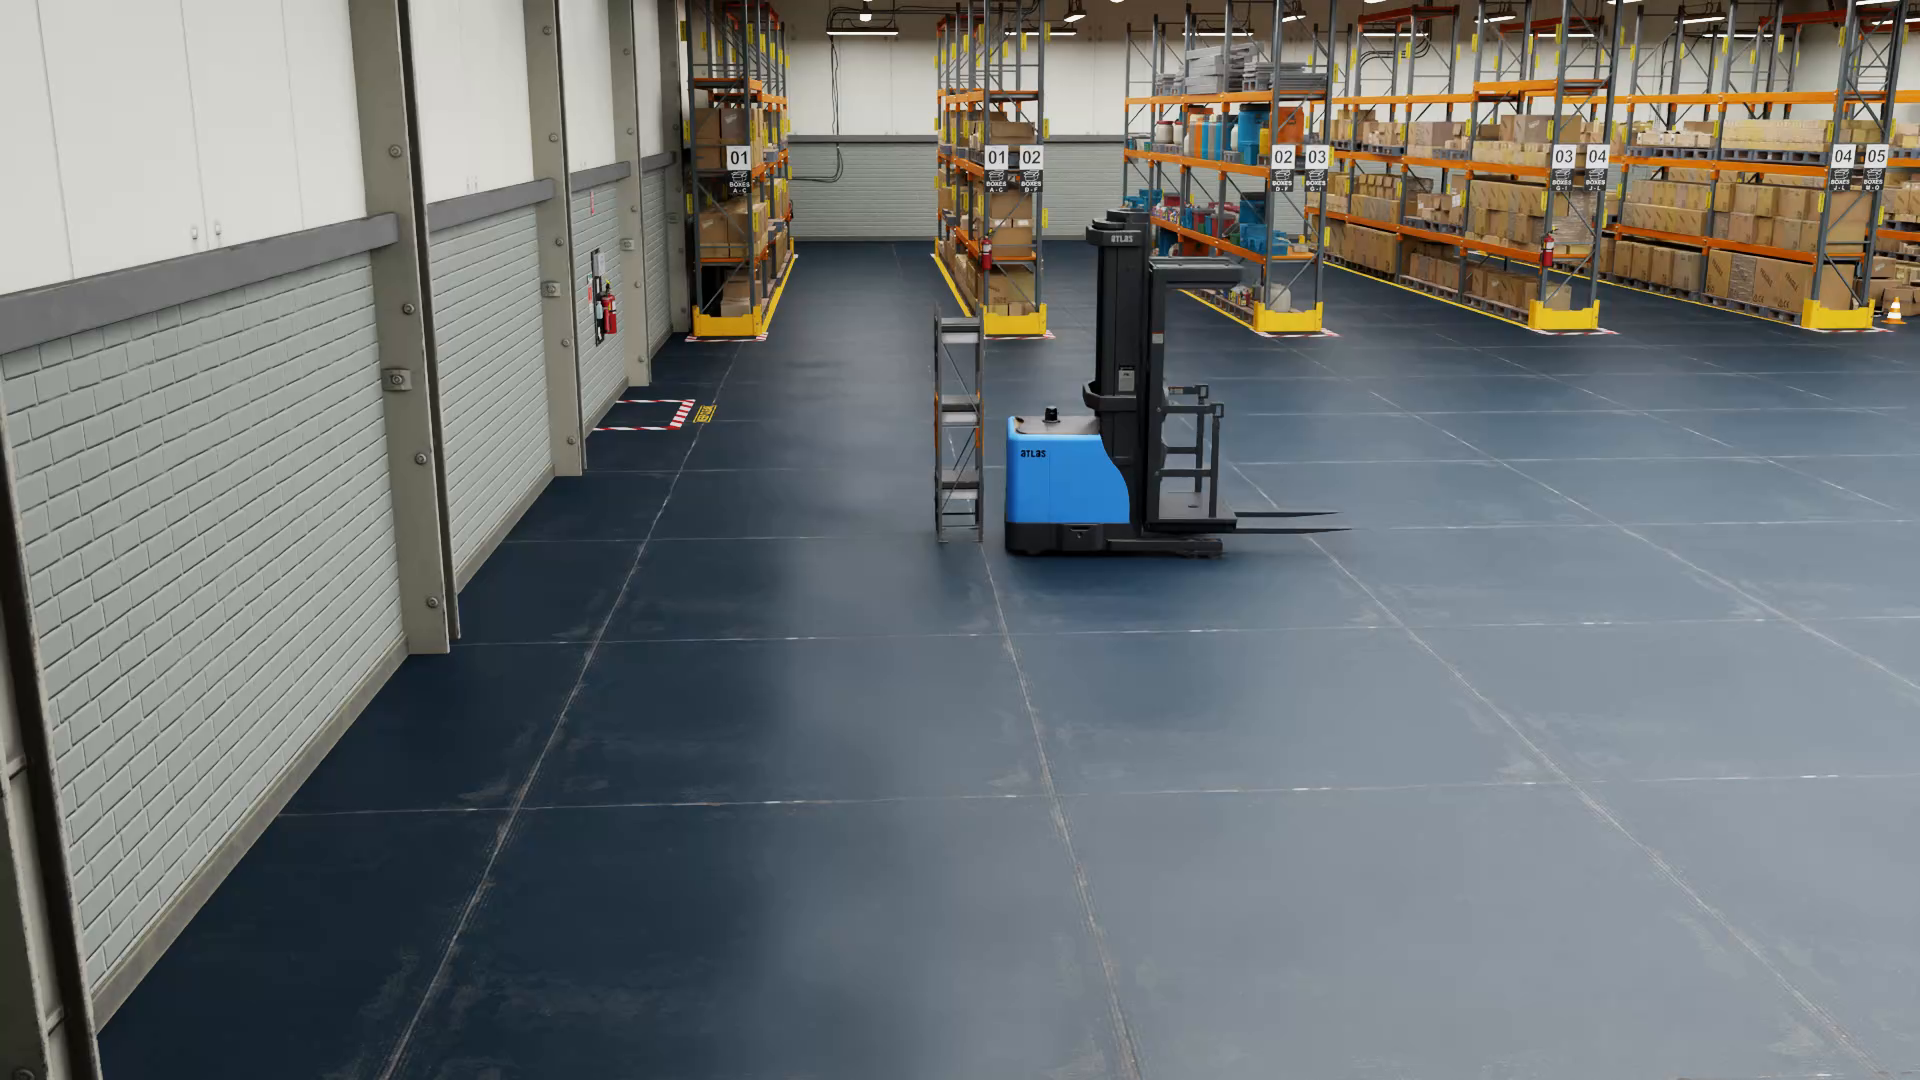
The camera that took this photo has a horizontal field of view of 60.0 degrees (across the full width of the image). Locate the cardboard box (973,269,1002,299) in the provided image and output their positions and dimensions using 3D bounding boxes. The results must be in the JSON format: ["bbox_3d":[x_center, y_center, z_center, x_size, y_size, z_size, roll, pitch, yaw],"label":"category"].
[{"bbox_3d":[0.504,-4.695,30.426,0.500,0.500,0.500,-1,14,-3],"label":"cardboard box"}]

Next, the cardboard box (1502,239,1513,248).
[{"bbox_3d":[10.376,-5.553,31.092,0.380,0.149,0.250,-1,14,-3],"label":"cardboard box"}]

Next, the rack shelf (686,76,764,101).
[{"bbox_3d":[-4.157,-8.059,29.738,1.077,0.370,4.000,-1,14,-3],"label":"rack shelf"}]

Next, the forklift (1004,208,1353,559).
[{"bbox_3d":[1.920,-1.391,14.550,3.031,2.935,1.130,0,14,1],"label":"forklift"}]

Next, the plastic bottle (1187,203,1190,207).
[{"bbox_3d":[5.495,-7.896,39.793,0.144,0.351,0.185,-1,14,-3],"label":"plastic bottle"}]

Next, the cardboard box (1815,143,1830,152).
[{"bbox_3d":[15.396,-6.947,29.447,0.380,0.149,0.250,-1,14,-4],"label":"cardboard box"}]

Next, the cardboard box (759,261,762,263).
[{"bbox_3d":[-4.458,-5.567,34.775,0.700,0.500,0.500,-1,14,-4],"label":"cardboard box"}]

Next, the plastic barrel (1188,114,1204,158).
[{"bbox_3d":[5.193,-8.636,35.546,0.600,0.901,0.600,0,14,0],"label":"plastic barrel"}]

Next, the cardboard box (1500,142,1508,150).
[{"bbox_3d":[10.381,-7.394,31.224,0.380,0.149,0.250,-1,14,-5],"label":"cardboard box"}]

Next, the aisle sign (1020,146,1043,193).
[{"bbox_3d":[1.220,-6.331,28.394,0.394,0.787,0.004,-1,14,-3],"label":"aisle sign"}]

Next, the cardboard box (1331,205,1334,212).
[{"bbox_3d":[9.644,-8.425,42.254,0.380,0.149,0.250,-1,14,-2],"label":"cardboard box"}]

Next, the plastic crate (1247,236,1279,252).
[{"bbox_3d":[5.490,-5.368,30.169,0.499,0.251,0.408,-1,14,-3],"label":"plastic crate"}]

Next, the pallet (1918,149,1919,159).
[{"bbox_3d":[20.509,-7.900,34.067,1.213,0.211,1.003,-1,14,-3],"label":"pallet"}]

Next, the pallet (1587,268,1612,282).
[{"bbox_3d":[15.212,-6.120,38.389,1.003,0.211,1.213,-1,14,-3],"label":"pallet"}]

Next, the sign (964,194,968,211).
[{"bbox_3d":[0.122,-6.590,32.453,0.100,0.325,0.005,-1,14,-3],"label":"sign"}]

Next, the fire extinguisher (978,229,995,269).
[{"bbox_3d":[0.454,-5.009,28.630,0.296,0.674,0.183,-1,14,-3],"label":"fire extinguisher"}]

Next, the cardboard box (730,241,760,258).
[{"bbox_3d":[-3.747,-5.069,28.969,0.500,0.250,0.500,-1,14,-5],"label":"cardboard box"}]

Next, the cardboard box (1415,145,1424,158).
[{"bbox_3d":[10.109,-8.356,35.766,0.500,0.250,0.500,-1,14,-2],"label":"cardboard box"}]

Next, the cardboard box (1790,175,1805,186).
[{"bbox_3d":[19.836,-8.286,39.004,0.500,0.500,0.500,-1,14,-3],"label":"cardboard box"}]

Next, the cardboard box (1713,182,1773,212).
[{"bbox_3d":[15.495,-6.785,32.908,0.875,0.550,0.550,-1,14,-3],"label":"cardboard box"}]

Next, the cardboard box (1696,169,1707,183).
[{"bbox_3d":[19.554,-9.396,43.318,0.500,0.500,0.500,-1,14,-3],"label":"cardboard box"}]

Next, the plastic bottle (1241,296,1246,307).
[{"bbox_3d":[5.303,-4.467,31.099,0.097,0.201,0.097,0,14,0],"label":"plastic bottle"}]

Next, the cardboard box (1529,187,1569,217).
[{"bbox_3d":[10.517,-6.045,29.696,0.500,0.500,0.500,-1,14,-3],"label":"cardboard box"}]

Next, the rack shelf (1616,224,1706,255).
[{"bbox_3d":[15.383,-6.430,35.443,1.077,0.370,4.000,-1,14,-3],"label":"rack shelf"}]

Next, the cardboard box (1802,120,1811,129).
[{"bbox_3d":[15.365,-7.460,29.841,0.380,0.149,0.250,-1,14,-3],"label":"cardboard box"}]

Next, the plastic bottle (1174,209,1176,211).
[{"bbox_3d":[4.970,-7.518,38.461,0.061,0.283,0.133,-1,14,-3],"label":"plastic bottle"}]

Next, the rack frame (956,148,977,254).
[{"bbox_3d":[0.415,-7.073,36.496,1.000,3.000,0.127,-1,14,-3],"label":"rack frame"}]

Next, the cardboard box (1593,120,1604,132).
[{"bbox_3d":[14.874,-9.564,38.422,0.396,0.266,0.258,-1,14,-3],"label":"cardboard box"}]

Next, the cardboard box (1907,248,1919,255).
[{"bbox_3d":[24.572,-7.407,42.673,0.380,0.149,0.250,-1,14,-5],"label":"cardboard box"}]

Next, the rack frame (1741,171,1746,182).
[{"bbox_3d":[19.945,-8.373,41.548,1.000,3.000,0.127,-1,14,-3],"label":"rack frame"}]

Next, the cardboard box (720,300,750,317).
[{"bbox_3d":[-3.987,-4.090,29.417,0.500,0.311,0.500,-3,15,-10],"label":"cardboard box"}]

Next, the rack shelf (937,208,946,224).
[{"bbox_3d":[0.043,-8.217,42.385,1.077,0.370,4.000,-1,14,-3],"label":"rack shelf"}]

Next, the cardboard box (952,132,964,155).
[{"bbox_3d":[0.290,-8.938,37.525,0.910,0.500,0.500,-1,14,-3],"label":"cardboard box"}]

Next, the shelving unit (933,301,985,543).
[{"bbox_3d":[-0.010,-1.058,14.925,0.431,2.100,0.503,-1,14,-3],"label":"shelving unit"}]

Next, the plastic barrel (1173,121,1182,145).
[{"bbox_3d":[5.099,-9.309,38.051,0.433,0.535,0.433,0,14,0],"label":"plastic barrel"}]

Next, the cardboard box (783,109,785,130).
[{"bbox_3d":[-4.615,-10.417,41.228,0.500,0.500,0.500,-1,14,-3],"label":"cardboard box"}]

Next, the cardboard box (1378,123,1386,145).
[{"bbox_3d":[10.154,-9.439,38.621,0.797,0.503,0.637,-1,14,-4],"label":"cardboard box"}]

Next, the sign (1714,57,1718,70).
[{"bbox_3d":[20.240,-12.768,44.559,0.100,0.325,0.005,-1,14,-3],"label":"sign"}]

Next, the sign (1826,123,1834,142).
[{"bbox_3d":[15.212,-7.125,29.060,0.100,0.325,0.005,-1,14,-3],"label":"sign"}]

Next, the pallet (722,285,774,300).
[{"bbox_3d":[-4.410,-5.148,34.611,1.003,0.211,1.213,-1,14,-3],"label":"pallet"}]

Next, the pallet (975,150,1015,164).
[{"bbox_3d":[0.814,-6.973,30.267,1.003,0.211,1.213,-1,14,-3],"label":"pallet"}]

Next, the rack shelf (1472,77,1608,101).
[{"bbox_3d":[10.674,-8.288,30.629,1.077,0.370,4.000,-1,14,-3],"label":"rack shelf"}]

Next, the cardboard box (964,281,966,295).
[{"bbox_3d":[0.348,-5.048,33.303,0.500,0.250,0.500,-1,14,-4],"label":"cardboard box"}]

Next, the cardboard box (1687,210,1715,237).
[{"bbox_3d":[15.208,-6.456,33.896,0.500,0.500,0.500,-1,14,-4],"label":"cardboard box"}]

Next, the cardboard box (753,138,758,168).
[{"bbox_3d":[-3.802,-6.738,28.933,0.500,0.500,0.500,0,14,0],"label":"cardboard box"}]

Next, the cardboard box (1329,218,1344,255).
[{"bbox_3d":[10.038,-7.783,42.678,0.875,0.875,0.875,-1,14,-3],"label":"cardboard box"}]

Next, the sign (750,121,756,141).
[{"bbox_3d":[-3.492,-6.890,28.012,0.100,0.325,0.005,-1,14,-3],"label":"sign"}]

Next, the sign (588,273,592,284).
[{"bbox_3d":[-4.514,-3.195,20.290,0.001,0.109,0.331,-1,14,-3],"label":"sign"}]

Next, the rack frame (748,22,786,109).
[{"bbox_3d":[-5.025,-11.890,43.180,1.000,3.000,0.127,-1,14,-3],"label":"rack frame"}]

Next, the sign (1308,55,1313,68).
[{"bbox_3d":[9.252,-12.642,43.908,0.100,0.325,0.005,-1,14,-3],"label":"sign"}]

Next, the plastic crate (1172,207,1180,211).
[{"bbox_3d":[5.225,-8.162,41.140,0.396,0.136,0.243,-1,14,-3],"label":"plastic crate"}]

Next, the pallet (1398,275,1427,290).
[{"bbox_3d":[10.349,-5.680,36.679,1.003,0.211,1.213,-1,14,-3],"label":"pallet"}]
